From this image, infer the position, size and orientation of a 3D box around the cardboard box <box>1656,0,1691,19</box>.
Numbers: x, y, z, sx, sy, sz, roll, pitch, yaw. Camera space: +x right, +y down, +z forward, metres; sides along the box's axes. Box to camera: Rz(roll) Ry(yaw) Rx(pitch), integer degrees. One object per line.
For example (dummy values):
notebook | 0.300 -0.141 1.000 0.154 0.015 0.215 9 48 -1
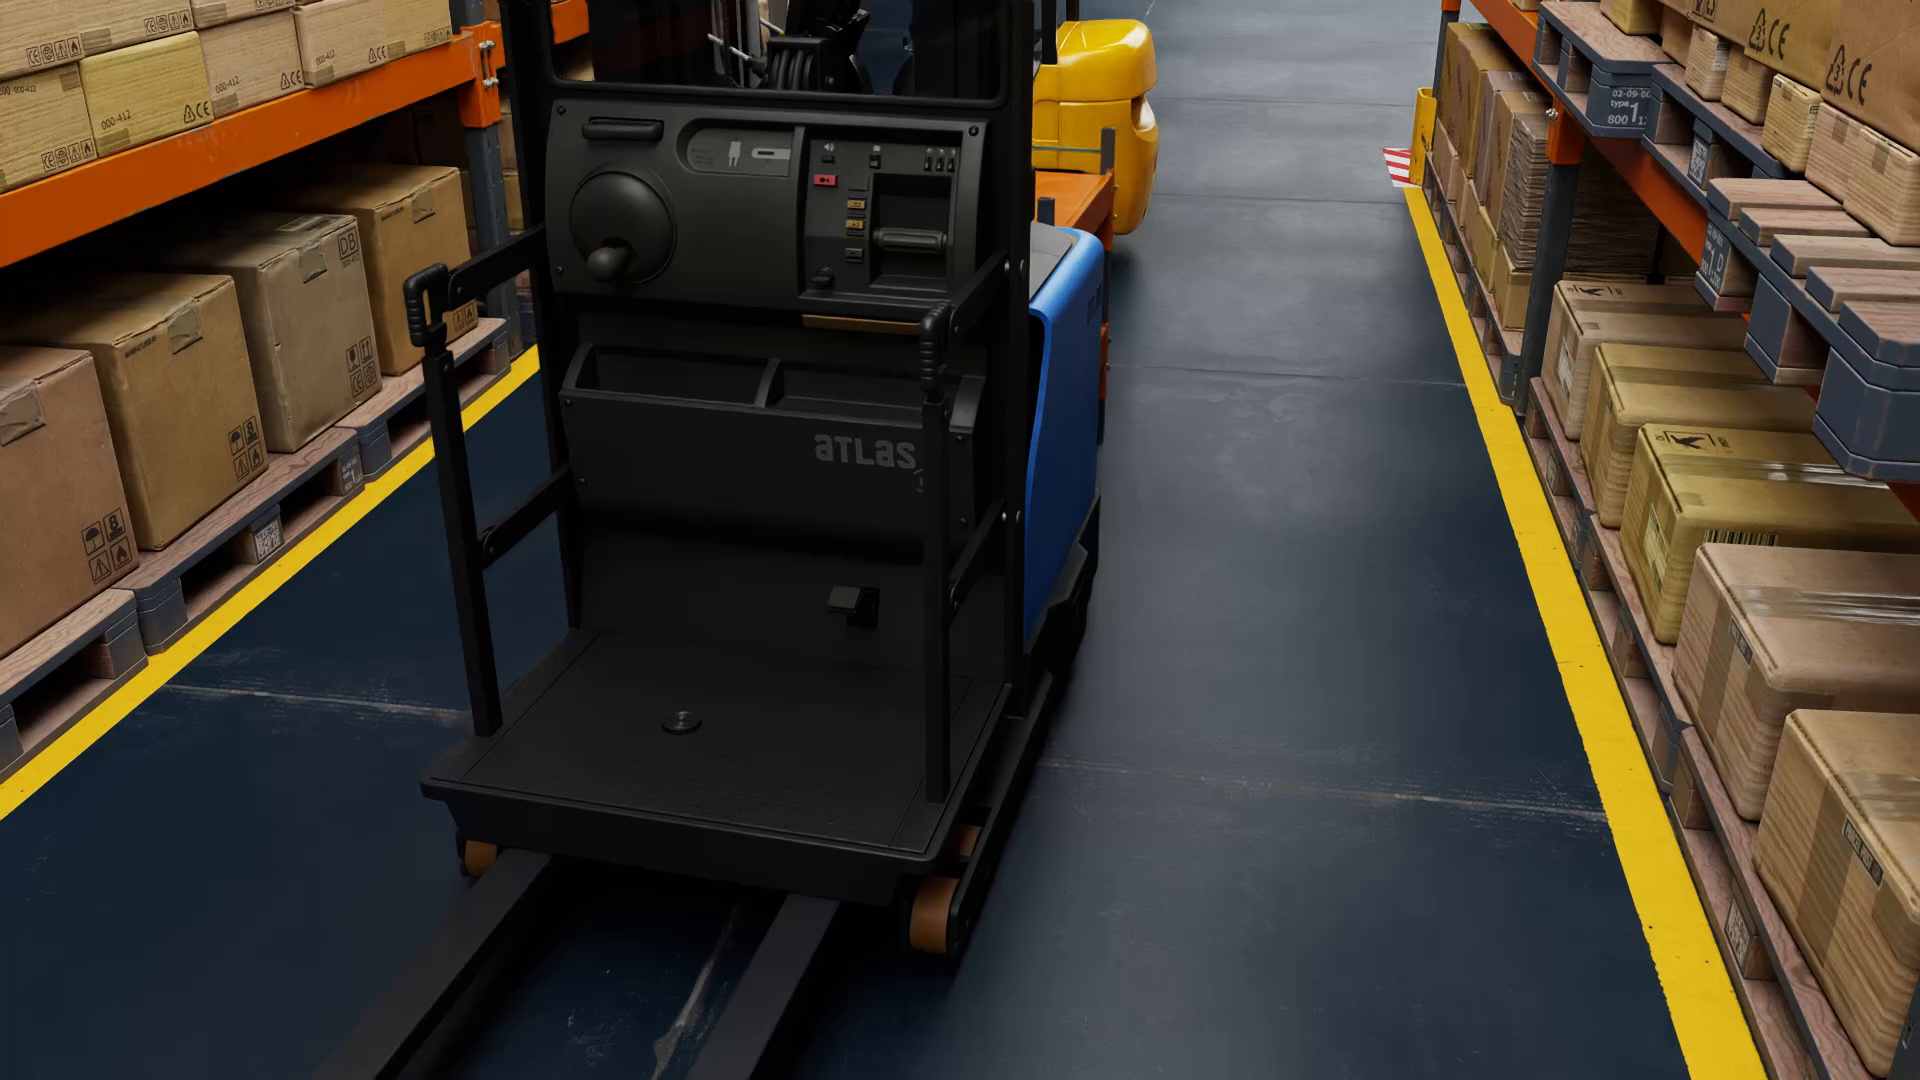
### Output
cardboard box | 2.049 -1.581 4.125 0.500 0.500 0.500 4 25 8

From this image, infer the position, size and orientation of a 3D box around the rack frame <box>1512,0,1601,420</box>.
rack frame | 2.584 -1.802 5.562 1.000 3.000 0.127 4 25 9

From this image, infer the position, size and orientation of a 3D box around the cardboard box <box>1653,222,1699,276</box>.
cardboard box | 2.946 -1.315 6.384 0.500 0.500 0.500 5 26 11

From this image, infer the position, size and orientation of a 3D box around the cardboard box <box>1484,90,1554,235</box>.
cardboard box | 2.497 -1.566 6.920 0.500 0.500 0.500 4 25 9

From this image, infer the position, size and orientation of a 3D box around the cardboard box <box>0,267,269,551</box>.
cardboard box | -2.643 -0.402 4.876 0.875 0.625 0.625 3 25 6

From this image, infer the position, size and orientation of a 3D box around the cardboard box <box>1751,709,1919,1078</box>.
cardboard box | 2.032 0.635 2.959 0.950 0.372 0.625 2 25 5

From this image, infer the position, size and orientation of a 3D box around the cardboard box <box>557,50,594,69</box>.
cardboard box | -1.762 -2.145 7.863 0.500 0.250 0.500 5 26 10

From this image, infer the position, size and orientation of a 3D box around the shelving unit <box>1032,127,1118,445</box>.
shelving unit | 0.145 -0.674 5.362 0.538 1.125 1.048 6 26 13

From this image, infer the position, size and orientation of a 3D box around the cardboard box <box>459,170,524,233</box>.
cardboard box | -1.930 -1.497 7.068 0.500 0.250 0.500 4 25 8

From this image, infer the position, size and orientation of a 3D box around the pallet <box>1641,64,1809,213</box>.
pallet | 2.213 -0.873 3.803 1.003 0.211 1.213 4 25 9

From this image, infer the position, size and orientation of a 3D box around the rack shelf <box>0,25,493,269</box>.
rack shelf | -2.641 -0.982 4.659 1.077 0.370 4.000 4 25 9

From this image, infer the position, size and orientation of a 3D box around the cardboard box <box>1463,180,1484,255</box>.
cardboard box | 2.580 -1.449 7.555 0.500 0.250 0.500 4 25 9

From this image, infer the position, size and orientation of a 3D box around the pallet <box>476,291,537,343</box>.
pallet | -2.143 -1.211 7.589 1.003 0.211 1.213 4 25 9

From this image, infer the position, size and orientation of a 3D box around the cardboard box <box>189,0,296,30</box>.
cardboard box | -2.308 -1.651 4.826 0.500 0.250 0.500 5 25 10

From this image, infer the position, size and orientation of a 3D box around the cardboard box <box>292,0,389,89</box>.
cardboard box | -2.215 -1.637 5.386 0.500 0.250 0.500 4 25 8

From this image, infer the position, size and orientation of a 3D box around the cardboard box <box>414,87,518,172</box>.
cardboard box | -1.925 -1.723 6.961 0.500 0.250 0.500 4 25 8

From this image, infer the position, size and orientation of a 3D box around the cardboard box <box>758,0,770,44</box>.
cardboard box | -1.428 -3.001 9.692 0.500 0.250 0.500 5 26 10

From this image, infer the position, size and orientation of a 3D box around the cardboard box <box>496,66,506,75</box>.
cardboard box | -2.356 -1.974 7.499 0.500 0.250 0.500 4 25 8

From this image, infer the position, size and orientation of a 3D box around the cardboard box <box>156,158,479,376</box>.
cardboard box | -2.388 -1.040 6.240 0.875 0.625 0.625 5 26 11

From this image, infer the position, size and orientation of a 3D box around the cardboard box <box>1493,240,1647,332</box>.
cardboard box | 2.415 -1.013 6.624 0.500 0.250 0.500 5 26 11

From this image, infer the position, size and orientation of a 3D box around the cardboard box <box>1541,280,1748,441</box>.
cardboard box | 2.500 -0.583 5.561 0.950 0.372 0.625 4 25 9

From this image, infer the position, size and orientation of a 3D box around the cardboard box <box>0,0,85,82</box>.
cardboard box | -2.468 -1.226 3.918 0.500 0.250 0.500 3 25 7

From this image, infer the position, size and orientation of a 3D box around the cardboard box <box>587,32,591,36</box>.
cardboard box | -2.096 -2.610 8.856 0.500 0.250 0.500 4 25 8

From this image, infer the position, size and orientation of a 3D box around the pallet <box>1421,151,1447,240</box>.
pallet | 3.057 -1.843 8.939 1.003 0.211 1.213 4 25 9

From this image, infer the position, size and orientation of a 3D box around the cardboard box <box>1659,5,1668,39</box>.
cardboard box | 2.161 -1.442 4.593 0.380 0.149 0.250 6 26 12

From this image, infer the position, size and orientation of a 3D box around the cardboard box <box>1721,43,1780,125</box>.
cardboard box | 1.927 -1.013 3.676 0.380 0.149 0.250 3 25 7

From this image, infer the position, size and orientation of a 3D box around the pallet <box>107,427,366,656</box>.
pallet | -2.593 -0.059 5.127 1.003 0.211 1.213 4 25 9

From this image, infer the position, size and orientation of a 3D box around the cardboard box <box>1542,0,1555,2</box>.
cardboard box | 2.369 -1.949 6.171 0.380 0.149 0.250 5 25 10

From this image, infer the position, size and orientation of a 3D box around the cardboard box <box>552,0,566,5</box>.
cardboard box | -1.915 -2.576 7.098 0.500 0.500 0.500 4 25 9

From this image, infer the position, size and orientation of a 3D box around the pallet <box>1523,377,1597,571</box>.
pallet | 2.458 -0.214 5.457 1.003 0.211 1.213 4 25 9

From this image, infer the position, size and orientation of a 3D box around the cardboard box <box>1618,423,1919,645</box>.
cardboard box | 2.274 0.009 4.297 0.950 0.372 0.625 5 26 10

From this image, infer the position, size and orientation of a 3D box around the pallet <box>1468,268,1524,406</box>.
pallet | 2.659 -0.823 6.758 1.003 0.211 1.213 4 25 9

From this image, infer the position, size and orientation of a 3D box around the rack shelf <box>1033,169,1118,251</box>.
rack shelf | 0.145 -0.939 5.238 0.538 0.278 1.000 6 26 13

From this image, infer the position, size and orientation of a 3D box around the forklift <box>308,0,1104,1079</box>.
forklift | -0.457 -0.653 3.187 1.130 2.935 3.031 6 26 13

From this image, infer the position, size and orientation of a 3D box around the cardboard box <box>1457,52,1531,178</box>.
cardboard box | 2.658 -2.003 7.855 0.500 0.500 0.500 5 25 10

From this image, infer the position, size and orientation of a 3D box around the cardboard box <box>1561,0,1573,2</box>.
cardboard box | 2.411 -2.185 5.912 0.500 0.500 0.500 3 25 7

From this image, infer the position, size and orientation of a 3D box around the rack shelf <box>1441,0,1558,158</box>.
rack shelf | 2.911 -2.313 7.502 1.077 0.370 4.000 4 25 9

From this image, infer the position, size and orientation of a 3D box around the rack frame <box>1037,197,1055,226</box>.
rack frame | 0.019 -0.465 4.916 0.500 1.125 0.032 6 26 13

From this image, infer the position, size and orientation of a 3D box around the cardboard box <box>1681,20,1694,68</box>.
cardboard box | 2.036 -1.234 4.148 0.380 0.149 0.250 4 25 9

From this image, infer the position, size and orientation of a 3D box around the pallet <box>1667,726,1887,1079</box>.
pallet | 2.059 0.807 3.277 1.003 0.211 1.213 4 25 9

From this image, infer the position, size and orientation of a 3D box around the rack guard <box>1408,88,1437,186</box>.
rack guard | 3.225 -2.311 9.598 1.175 0.500 0.348 4 25 9

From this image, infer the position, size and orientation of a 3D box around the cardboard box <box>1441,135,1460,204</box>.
cardboard box | 2.742 -1.889 8.495 0.500 0.250 0.500 5 26 10

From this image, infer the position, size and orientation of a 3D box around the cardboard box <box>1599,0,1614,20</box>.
cardboard box | 2.182 -1.669 5.079 0.380 0.149 0.250 4 25 9

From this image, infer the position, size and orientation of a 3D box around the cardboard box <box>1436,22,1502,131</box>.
cardboard box | 2.829 -2.431 8.770 0.500 0.500 0.500 3 25 7

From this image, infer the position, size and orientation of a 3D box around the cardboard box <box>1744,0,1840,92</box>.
cardboard box | 1.885 -1.137 3.177 0.500 0.500 0.500 2 25 5

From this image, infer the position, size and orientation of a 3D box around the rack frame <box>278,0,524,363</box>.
rack frame | -2.314 -2.145 6.293 1.000 3.000 0.127 4 25 9

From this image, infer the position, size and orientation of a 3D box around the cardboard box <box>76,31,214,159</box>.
cardboard box | -2.403 -1.215 4.485 0.500 0.250 0.500 5 26 10

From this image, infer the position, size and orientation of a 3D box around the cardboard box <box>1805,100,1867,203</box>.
cardboard box | 1.770 -0.689 2.986 0.380 0.149 0.250 3 25 6
